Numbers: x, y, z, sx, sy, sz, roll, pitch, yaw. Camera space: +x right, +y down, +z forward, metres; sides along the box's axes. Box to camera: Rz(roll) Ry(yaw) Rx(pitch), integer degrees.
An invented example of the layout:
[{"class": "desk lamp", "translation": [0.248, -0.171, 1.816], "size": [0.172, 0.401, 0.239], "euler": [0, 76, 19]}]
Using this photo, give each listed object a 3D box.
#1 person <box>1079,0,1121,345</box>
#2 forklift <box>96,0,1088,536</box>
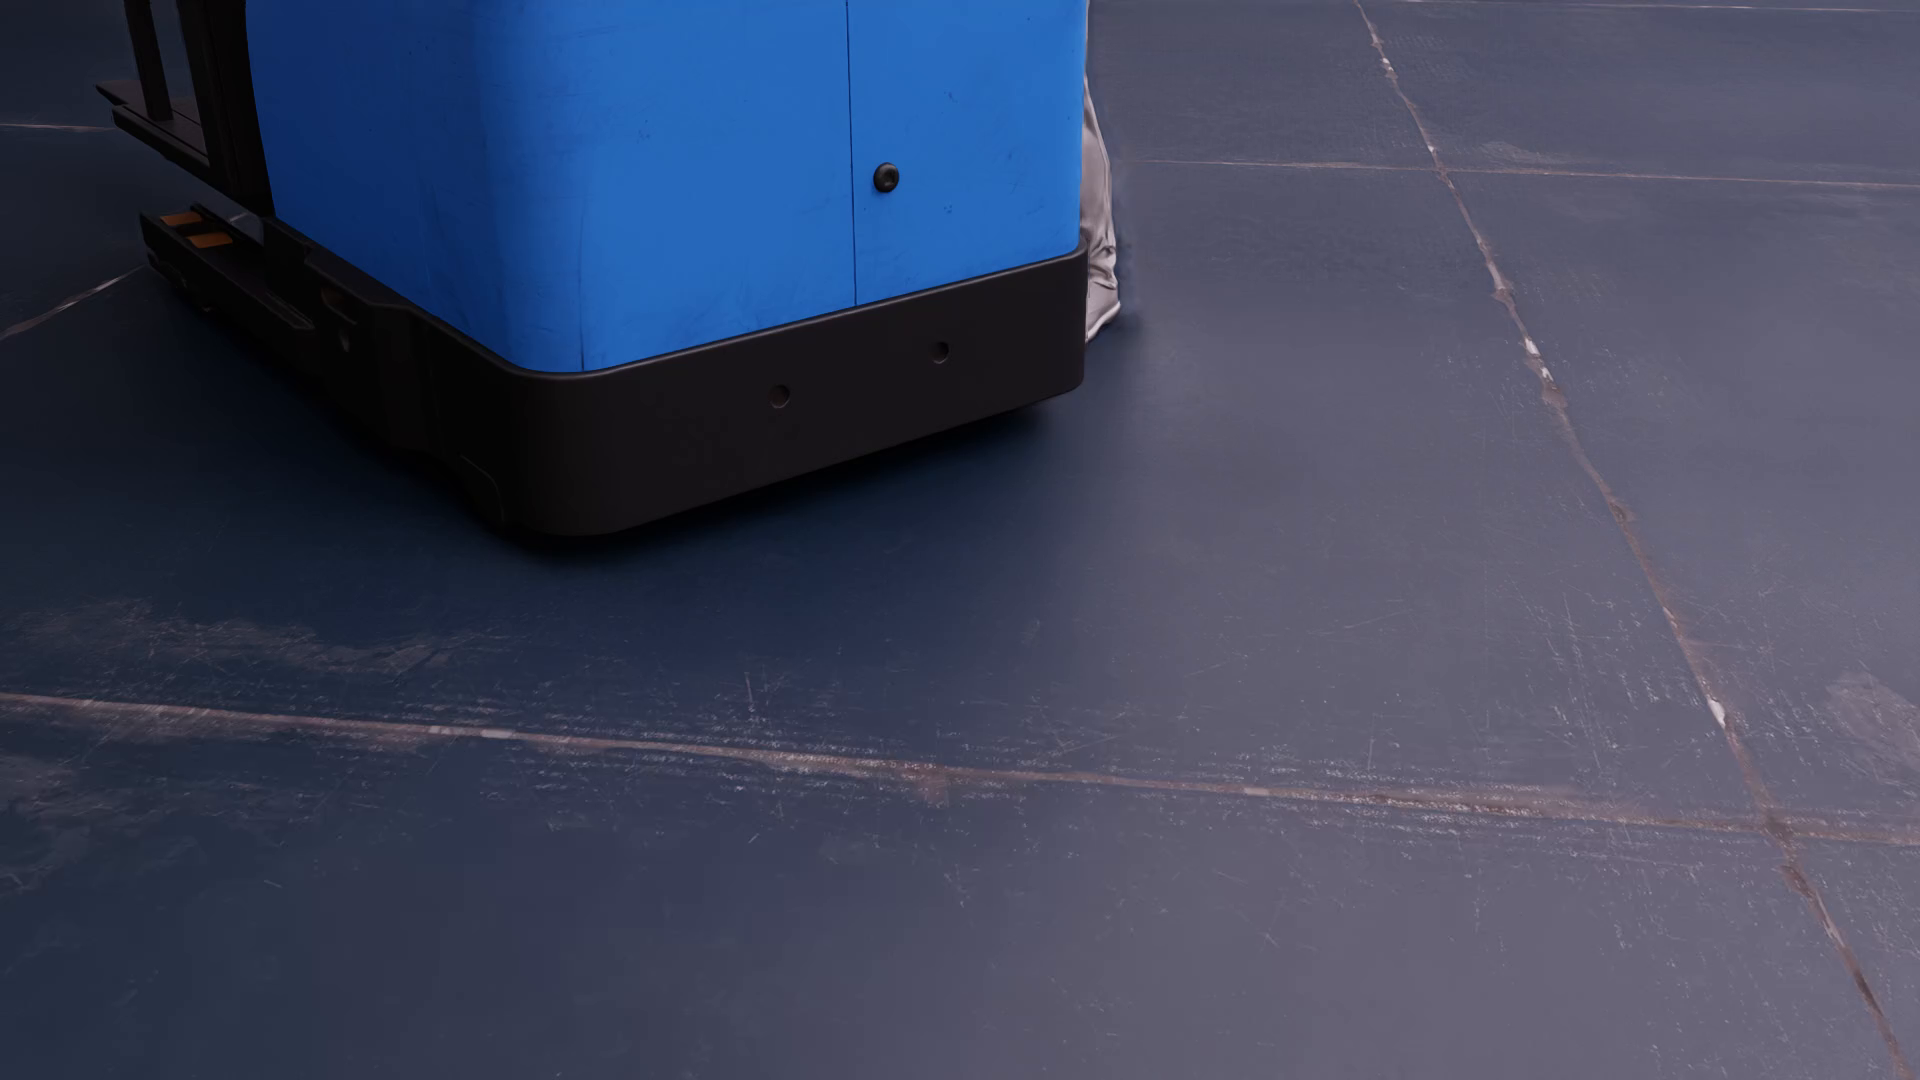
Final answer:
[{"class": "person", "translation": [0.063, -1.267, 3.219], "size": [0.393, 1.638, 0.777], "euler": [-21, 34, -36]}, {"class": "forklift", "translation": [-1.099, -1.905, 3.036], "size": [1.130, 2.935, 3.031], "euler": [-20, 33, -34]}]
